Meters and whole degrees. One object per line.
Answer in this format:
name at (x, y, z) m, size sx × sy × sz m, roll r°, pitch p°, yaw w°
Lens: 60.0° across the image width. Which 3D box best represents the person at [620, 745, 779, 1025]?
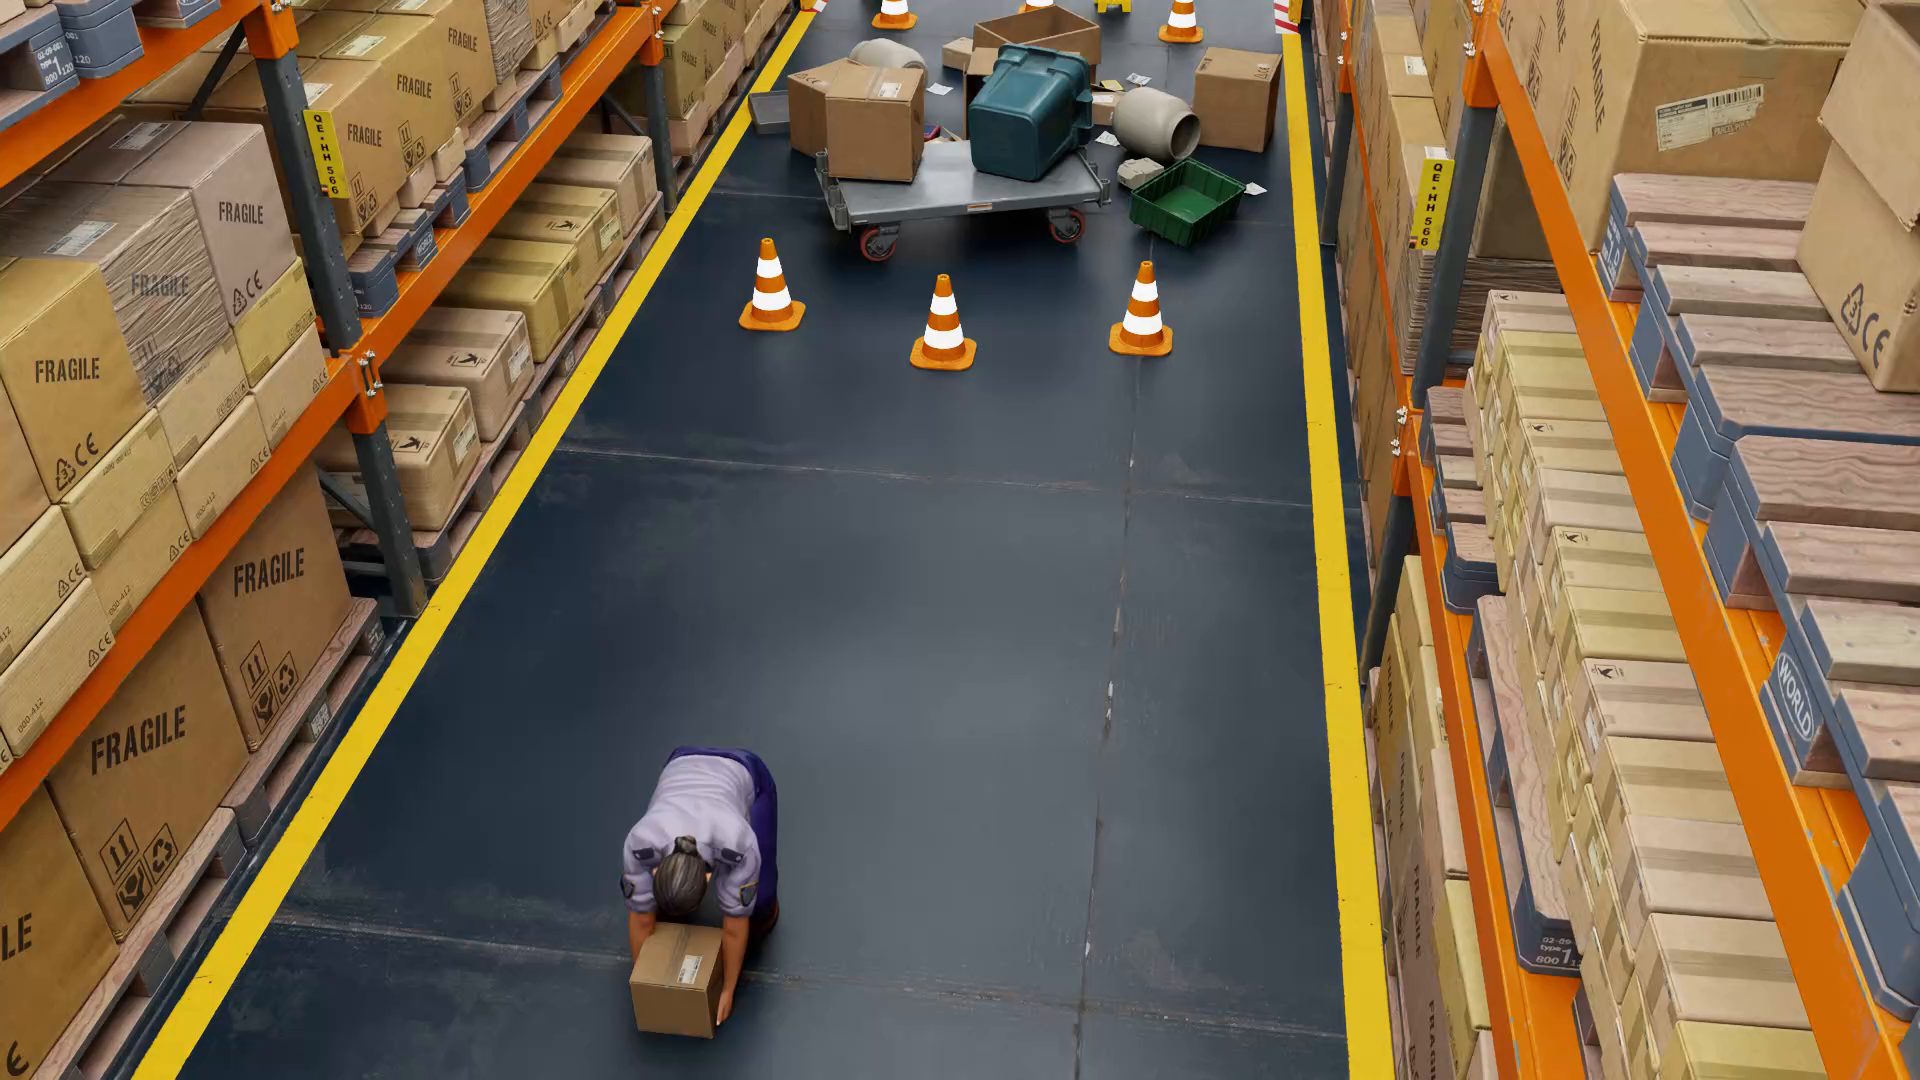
person at (-0.850, 1.075, 5.508) m, size 0.510 × 0.790 × 0.863 m, roll 4°, pitch 37°, yaw 5°
